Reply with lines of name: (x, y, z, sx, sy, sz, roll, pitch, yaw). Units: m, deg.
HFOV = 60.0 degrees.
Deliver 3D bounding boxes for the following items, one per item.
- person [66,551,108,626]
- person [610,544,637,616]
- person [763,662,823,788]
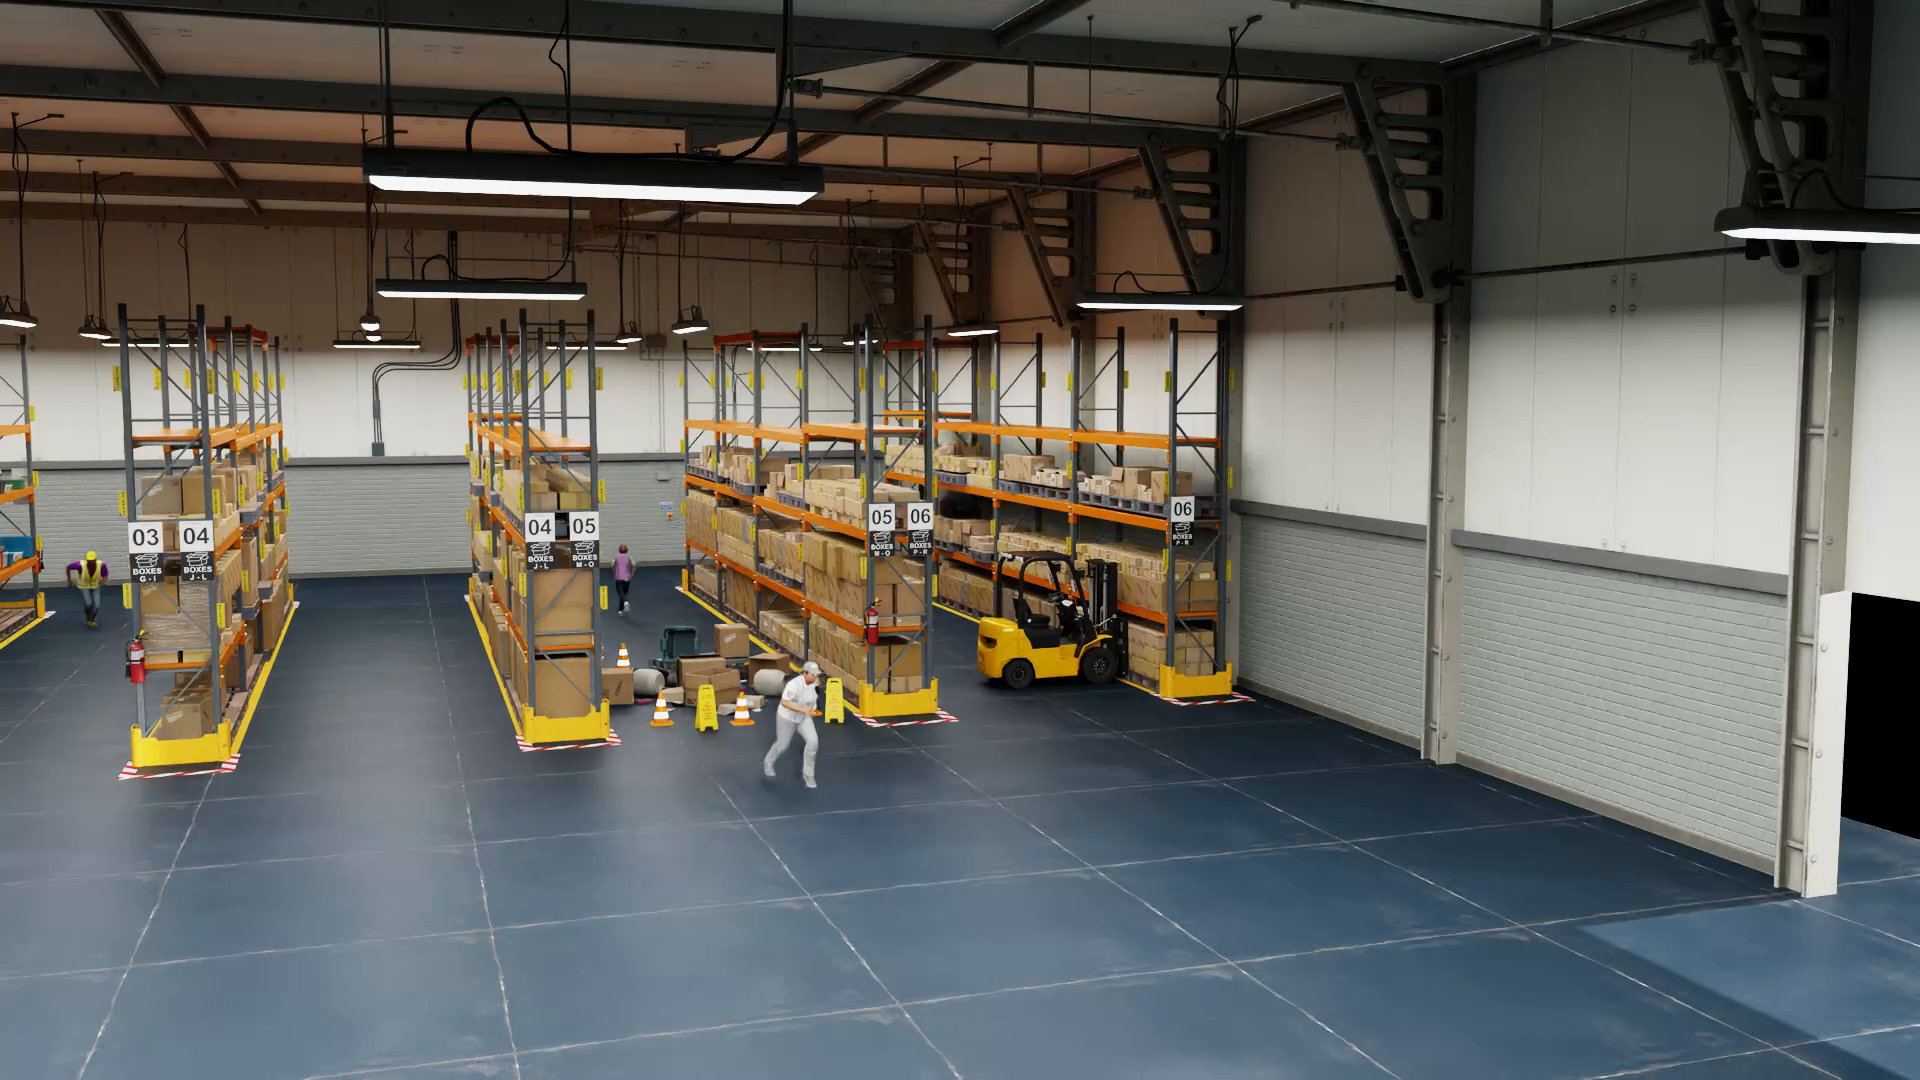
person: (-17.770, 1.004, 33.893, 0.734, 1.578, 0.837, -4, 7, -36)
person: (-7.128, 0.889, 35.278, 0.536, 1.586, 0.964, -2, 6, -21)
person: (-2.078, 2.285, 20.772, 1.029, 1.622, 0.649, 5, 7, 41)
